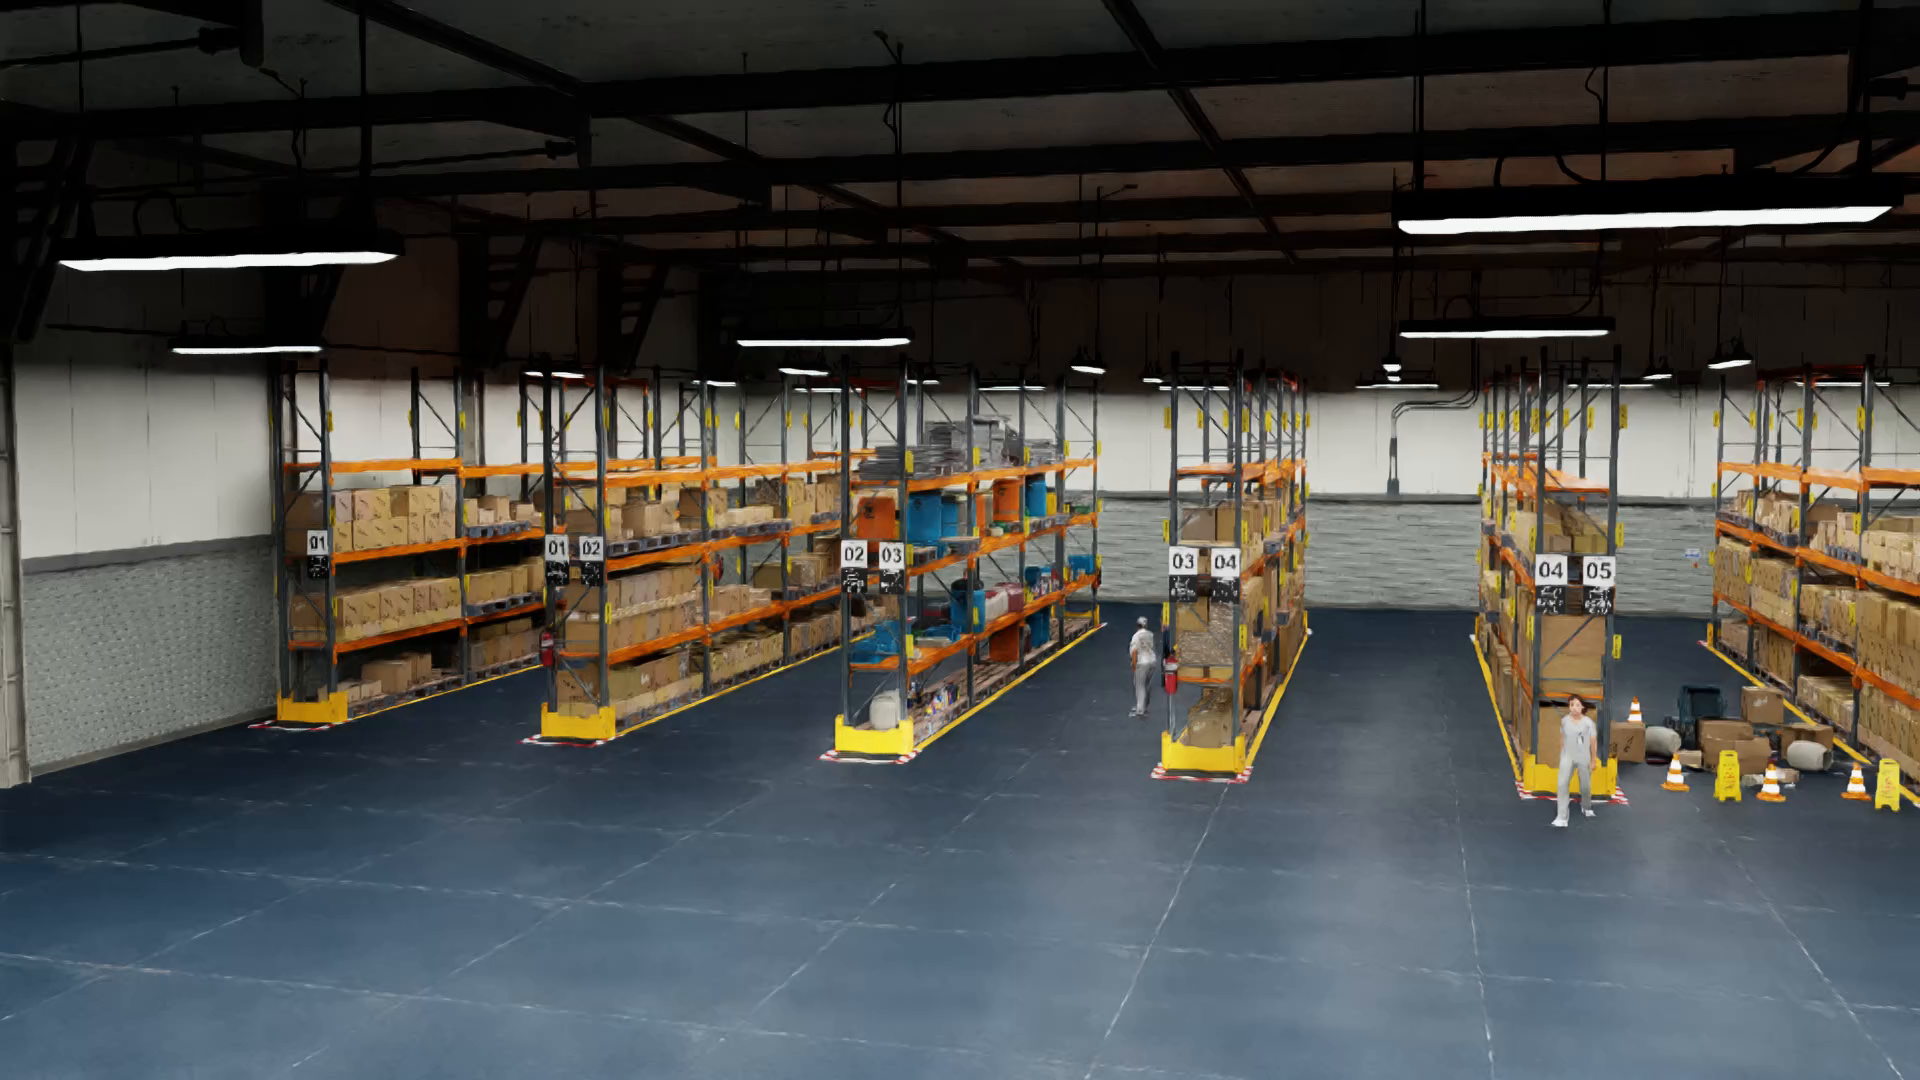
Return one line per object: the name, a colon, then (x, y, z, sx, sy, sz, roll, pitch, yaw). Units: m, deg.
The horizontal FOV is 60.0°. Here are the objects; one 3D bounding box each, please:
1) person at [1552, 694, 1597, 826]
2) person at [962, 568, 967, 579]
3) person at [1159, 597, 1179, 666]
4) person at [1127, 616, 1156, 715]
person: (7.651, 2.707, 20.592, 0.465, 1.621, 0.926, 3, 5, 31)
person: (0.186, 1.479, 36.820, 0.457, 1.733, 0.593, -1, 4, -16)
person: (4.329, 1.807, 33.838, 0.566, 1.541, 0.519, 1, 4, 12)
person: (3.066, 2.130, 28.296, 0.523, 1.667, 0.478, -4, 6, -45)
